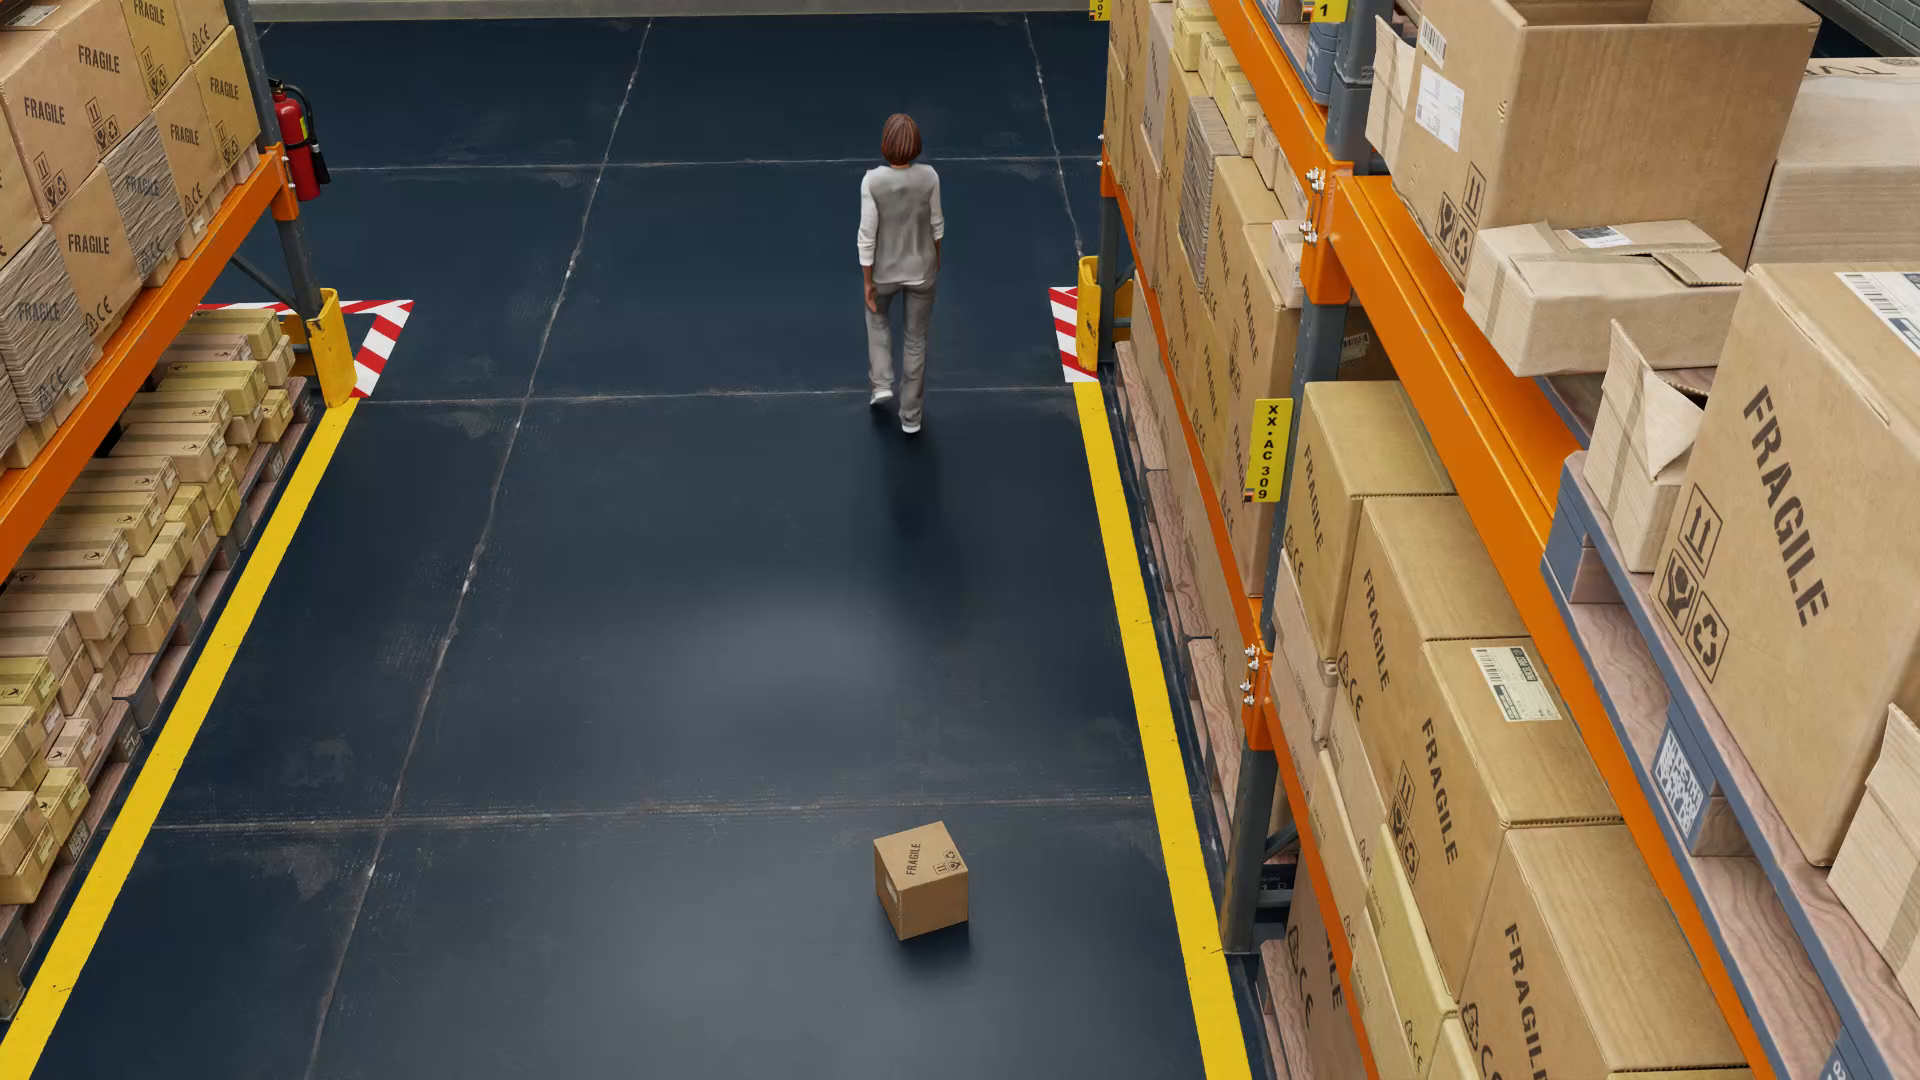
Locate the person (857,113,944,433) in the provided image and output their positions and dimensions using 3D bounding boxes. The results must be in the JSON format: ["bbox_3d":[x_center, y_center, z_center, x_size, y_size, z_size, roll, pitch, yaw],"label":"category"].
[{"bbox_3d":[-0.278,-1.248,7.910,0.415,1.626,0.485,-3,36,-4],"label":"person"}]
